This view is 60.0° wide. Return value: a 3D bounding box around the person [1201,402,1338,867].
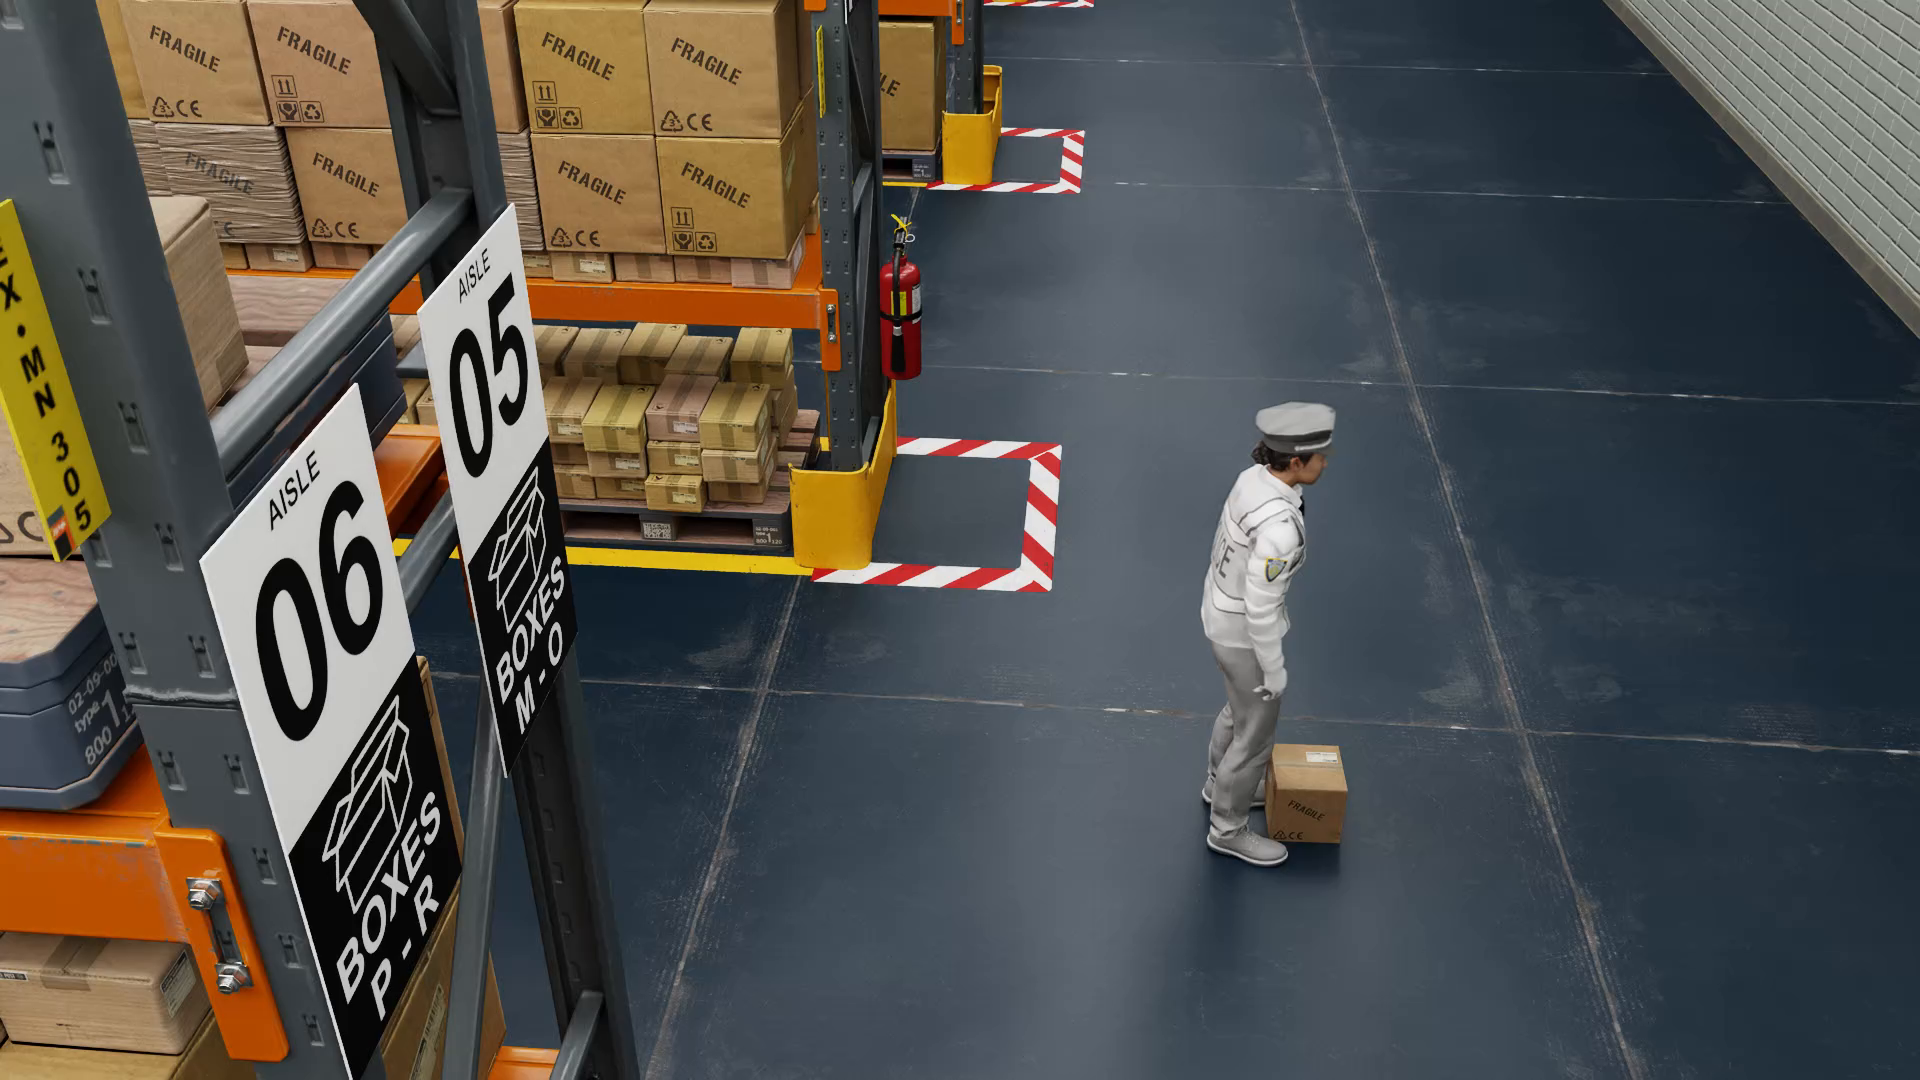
[{"bbox_3d":[1.009,0.308,5.644,0.376,1.663,0.539,2,32,3],"label":"person"}]
